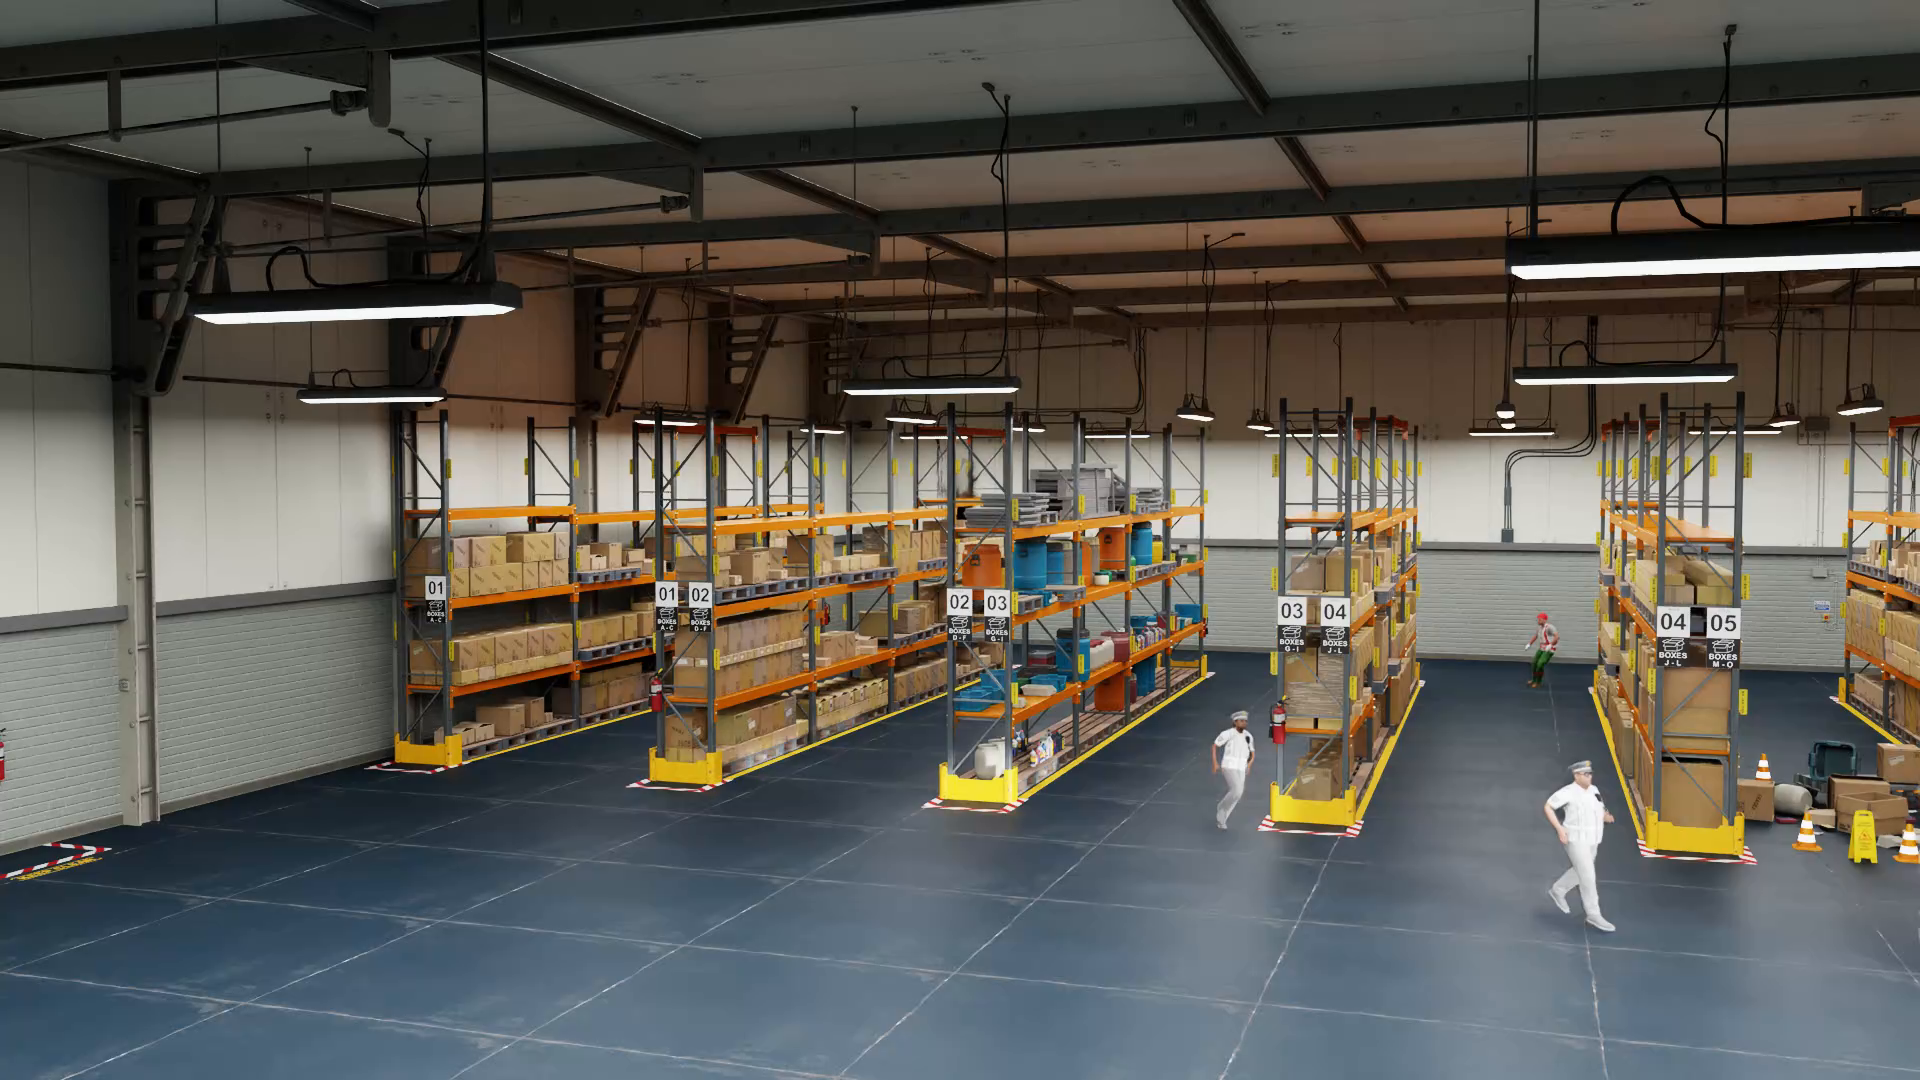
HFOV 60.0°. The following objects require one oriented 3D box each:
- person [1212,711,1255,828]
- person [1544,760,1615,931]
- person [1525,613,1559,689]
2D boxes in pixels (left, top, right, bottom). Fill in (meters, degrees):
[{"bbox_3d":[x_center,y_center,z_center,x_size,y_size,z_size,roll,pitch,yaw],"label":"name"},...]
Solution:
[{"bbox_3d":[3.851,3.190,23.087,0.596,1.627,0.557,-1,3,-20],"label":"person"},{"bbox_3d":[6.838,3.301,18.293,0.666,1.777,0.966,-1,3,-31],"label":"person"},{"bbox_3d":[13.253,2.526,38.027,0.568,1.726,0.946,-1,3,-20],"label":"person"}]
